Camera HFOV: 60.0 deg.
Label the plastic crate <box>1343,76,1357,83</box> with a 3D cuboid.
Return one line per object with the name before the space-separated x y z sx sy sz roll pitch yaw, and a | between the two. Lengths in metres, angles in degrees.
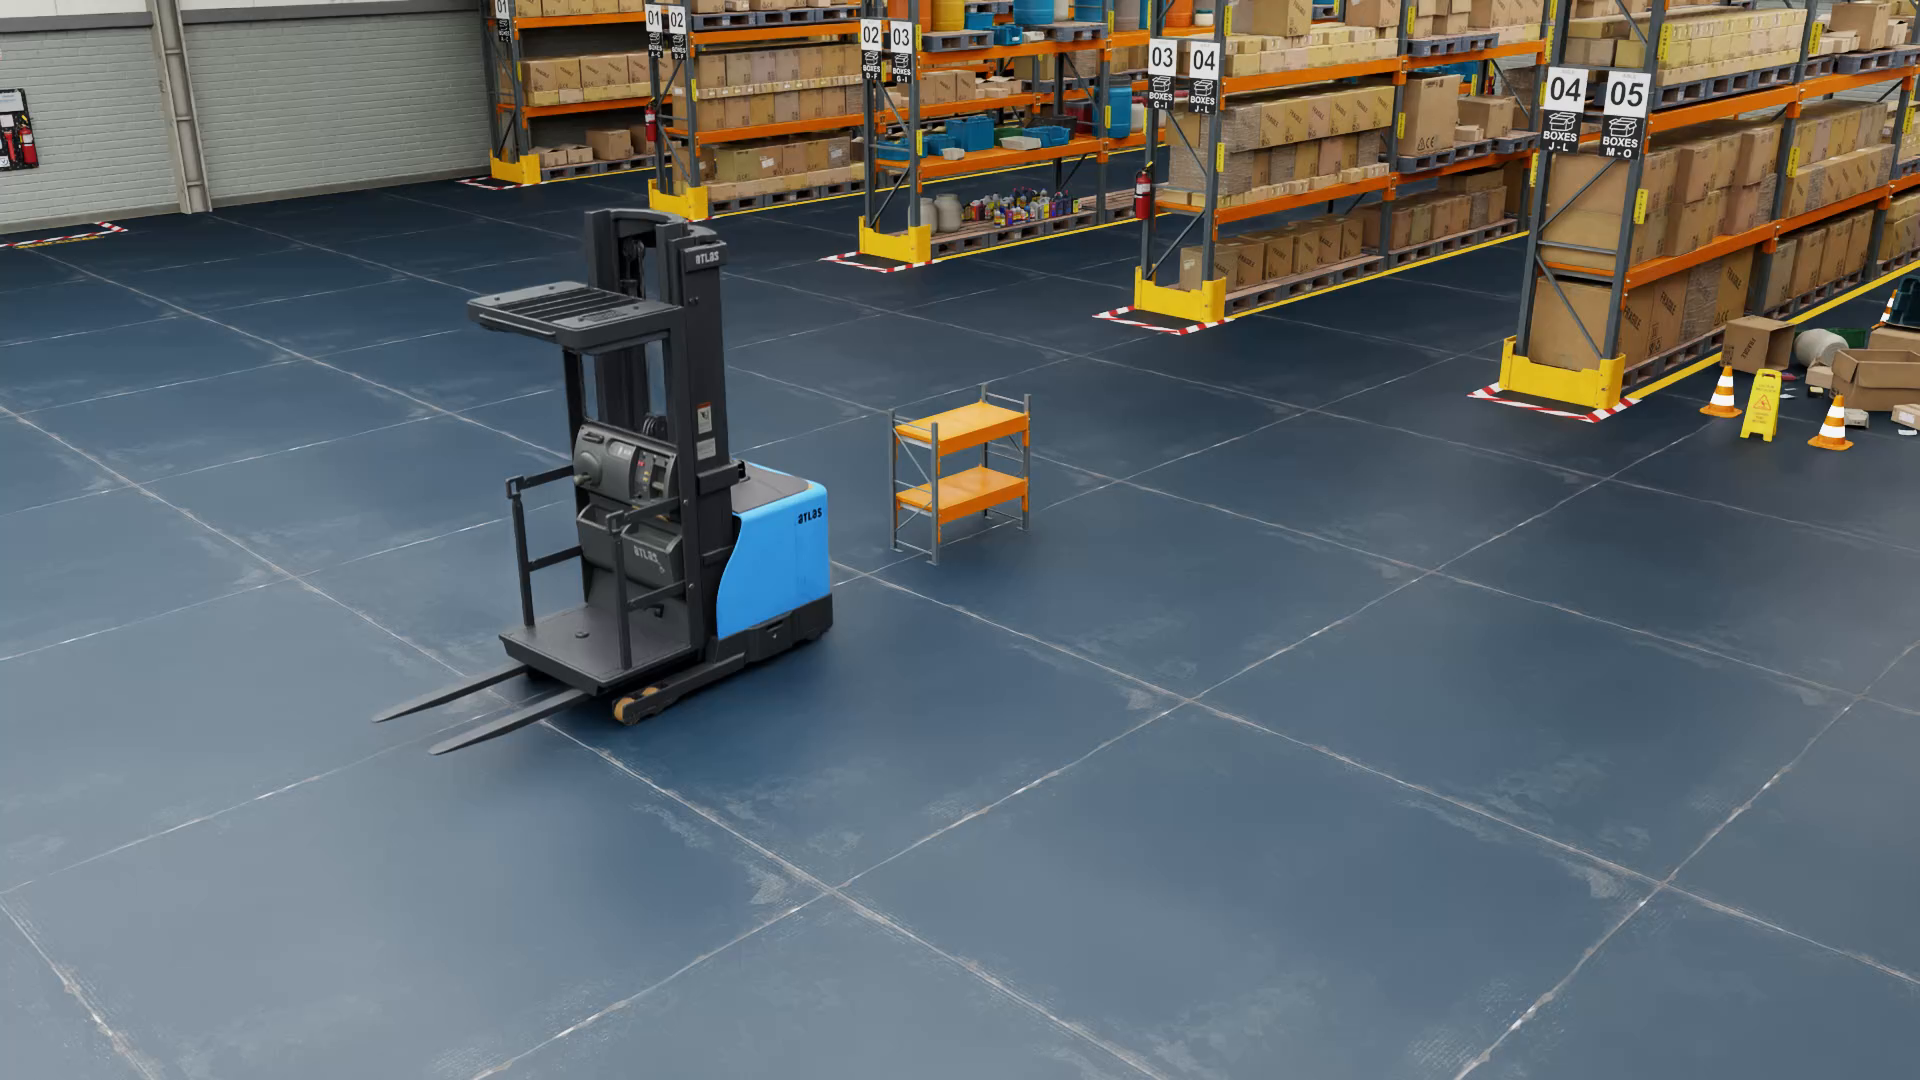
plastic crate | 7.512 -8.694 31.453 0.392 0.384 0.575 19 28 41

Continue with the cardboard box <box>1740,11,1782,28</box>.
cardboard box | 8.329 -5.435 17.368 0.250 0.149 0.380 -20 28 -41

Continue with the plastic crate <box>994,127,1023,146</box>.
plastic crate | 0.701 -6.035 24.890 0.450 0.188 0.662 19 28 41

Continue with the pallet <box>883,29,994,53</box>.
pallet | -0.293 -6.884 22.886 1.003 0.211 1.213 19 28 41

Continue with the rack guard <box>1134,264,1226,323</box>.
rack guard | 2.662 -2.997 20.175 1.175 0.500 0.348 19 28 41

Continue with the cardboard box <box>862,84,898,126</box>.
cardboard box | -1.851 -9.269 35.419 0.750 0.750 0.750 19 28 40

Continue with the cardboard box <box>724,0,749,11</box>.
cardboard box | -3.540 -8.427 26.207 0.380 0.149 0.250 19 28 41

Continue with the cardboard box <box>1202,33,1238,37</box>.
cardboard box | 3.115 -6.016 20.017 0.380 0.149 0.250 19 28 41

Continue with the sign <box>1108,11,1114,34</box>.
sign | 2.237 -7.676 24.671 0.100 0.325 0.005 19 28 41

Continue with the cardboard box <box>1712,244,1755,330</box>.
cardboard box | 8.393 -2.965 18.984 0.875 0.875 0.875 -20 28 -41

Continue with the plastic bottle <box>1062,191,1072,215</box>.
plastic bottle | 1.607 -5.143 25.354 0.144 0.351 0.185 18 28 39

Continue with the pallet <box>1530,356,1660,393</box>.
pallet | 6.593 -1.800 17.464 1.003 0.211 1.213 19 28 41

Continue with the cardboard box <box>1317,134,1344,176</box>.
cardboard box | 4.390 -4.984 21.307 0.875 0.500 0.500 19 28 41

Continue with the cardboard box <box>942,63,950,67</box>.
cardboard box | -0.433 -10.427 36.345 0.380 0.149 0.250 19 28 41

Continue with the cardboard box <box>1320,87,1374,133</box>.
cardboard box | 4.934 -5.511 21.285 0.500 0.500 0.500 19 28 41

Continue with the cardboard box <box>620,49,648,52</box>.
cardboard box | -6.089 -8.980 31.394 0.500 0.500 0.500 19 28 40

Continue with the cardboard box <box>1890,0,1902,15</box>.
cardboard box | 12.116 -7.042 21.828 0.396 0.266 0.258 19 28 41

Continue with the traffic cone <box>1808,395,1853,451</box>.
traffic cone | 8.052 -1.104 15.301 0.336 0.463 0.334 19 28 41

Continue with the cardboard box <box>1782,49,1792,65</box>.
cardboard box | 8.682 -5.192 17.847 0.250 0.149 0.380 -20 28 -41

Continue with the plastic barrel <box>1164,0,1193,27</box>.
plastic barrel | 3.456 -8.716 26.790 0.600 0.830 0.708 19 28 41

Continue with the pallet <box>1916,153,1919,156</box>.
pallet | 13.024 -5.363 23.113 1.003 0.211 1.213 19 28 41

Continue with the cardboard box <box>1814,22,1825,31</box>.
cardboard box | 9.947 -6.012 19.753 0.500 0.311 0.500 18 27 39

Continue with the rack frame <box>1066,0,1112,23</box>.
rack frame | 1.850 -9.212 24.500 1.000 3.000 0.127 19 28 41

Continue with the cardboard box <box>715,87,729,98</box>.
cardboard box | -3.876 -7.089 26.295 0.380 0.149 0.250 18 28 39

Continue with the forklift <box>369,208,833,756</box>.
forklift | -2.213 -0.443 10.143 1.130 2.935 3.031 17 27 38

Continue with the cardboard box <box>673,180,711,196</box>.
cardboard box | -4.324 -5.749 27.098 0.500 0.250 0.500 19 28 41

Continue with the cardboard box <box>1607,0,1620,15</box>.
cardboard box | 10.150 -8.524 26.428 0.500 0.311 0.500 18 27 39

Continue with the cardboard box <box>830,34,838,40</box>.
cardboard box | -2.677 -10.378 34.239 0.380 0.149 0.250 15 26 34

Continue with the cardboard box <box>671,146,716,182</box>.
cardboard box | -4.326 -6.099 26.965 0.500 0.500 0.500 19 28 41

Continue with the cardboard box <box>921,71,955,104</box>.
cardboard box | -0.432 -8.157 29.976 0.500 0.500 0.500 19 28 41

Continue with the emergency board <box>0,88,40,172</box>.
emergency board | -14.107 -6.092 24.743 0.194 1.169 0.643 19 28 41

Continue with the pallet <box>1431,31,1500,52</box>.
pallet | 6.627 -6.884 22.885 1.213 0.211 1.003 19 28 41

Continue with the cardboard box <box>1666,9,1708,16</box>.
cardboard box | 7.675 -5.532 17.619 0.380 0.149 0.250 20 28 41

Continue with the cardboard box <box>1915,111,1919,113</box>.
cardboard box | 13.413 -5.831 23.000 0.380 0.149 0.250 18 27 38

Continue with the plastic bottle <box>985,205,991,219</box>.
plastic bottle | 0.422 -4.932 25.012 0.097 0.201 0.097 0 21 0

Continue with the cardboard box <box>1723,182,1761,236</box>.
cardboard box | 8.266 -3.730 18.389 0.875 0.550 0.550 19 28 41

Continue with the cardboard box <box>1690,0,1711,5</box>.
cardboard box | 12.327 -9.370 28.228 0.500 0.500 0.700 -19 28 -40

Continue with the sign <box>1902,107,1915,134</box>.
sign | 12.073 -5.336 21.162 0.100 0.325 0.005 19 28 41

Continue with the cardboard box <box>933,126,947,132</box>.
cardboard box | -0.199 -7.526 30.941 0.500 0.311 0.500 18 28 39

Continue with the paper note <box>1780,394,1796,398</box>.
paper note | 8.373 -1.458 16.826 0.142 0.017 0.144 -10 23 -24

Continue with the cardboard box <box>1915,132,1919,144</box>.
cardboard box | 12.701 -5.429 22.370 0.380 0.149 0.250 19 28 41

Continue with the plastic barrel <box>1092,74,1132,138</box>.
plastic barrel | 2.337 -6.669 25.547 0.600 0.901 0.708 19 28 41

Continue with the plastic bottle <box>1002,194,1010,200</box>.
plastic bottle | 0.713 -5.165 25.505 0.133 0.283 0.061 -19 28 -40

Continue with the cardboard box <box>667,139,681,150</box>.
cardboard box | -5.600 -7.629 32.079 0.380 0.166 0.250 15 26 34

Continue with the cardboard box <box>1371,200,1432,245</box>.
cardboard box | 6.189 -4.481 23.424 0.700 0.500 0.500 19 28 40

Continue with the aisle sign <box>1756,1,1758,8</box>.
aisle sign | 14.035 -9.414 29.762 0.394 0.787 0.004 19 28 41

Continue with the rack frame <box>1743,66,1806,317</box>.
rack frame | 8.882 -3.905 19.053 1.000 3.000 0.127 19 28 41

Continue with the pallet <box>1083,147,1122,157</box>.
pallet | 2.493 -7.874 33.266 1.003 0.211 1.213 19 28 41

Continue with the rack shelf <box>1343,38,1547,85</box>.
rack shelf | 6.794 -6.751 23.279 1.077 0.370 4.000 19 28 41

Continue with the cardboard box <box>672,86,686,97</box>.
cardboard box | -4.357 -7.120 26.374 0.380 0.149 0.250 19 28 40

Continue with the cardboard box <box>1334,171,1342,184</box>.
cardboard box | 4.697 -4.692 21.450 0.380 0.149 0.250 19 28 41

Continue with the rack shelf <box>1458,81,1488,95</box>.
rack shelf | 8.826 -8.647 32.393 1.077 0.370 4.000 19 28 41

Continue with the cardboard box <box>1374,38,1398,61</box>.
cardboard box | 5.268 -6.320 21.365 0.500 0.250 0.500 -19 28 -40

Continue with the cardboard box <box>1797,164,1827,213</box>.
cardboard box | 9.794 -4.149 19.550 0.500 0.500 0.500 20 28 41

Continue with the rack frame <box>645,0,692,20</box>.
rack frame | -4.487 -9.425 25.052 1.000 3.000 0.127 19 28 41

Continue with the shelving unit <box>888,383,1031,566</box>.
shelving unit | 0.005 -0.527 12.877 0.538 1.125 1.048 19 28 41

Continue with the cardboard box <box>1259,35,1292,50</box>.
cardboard box | 3.718 -5.925 19.781 0.380 0.149 0.250 19 28 40
